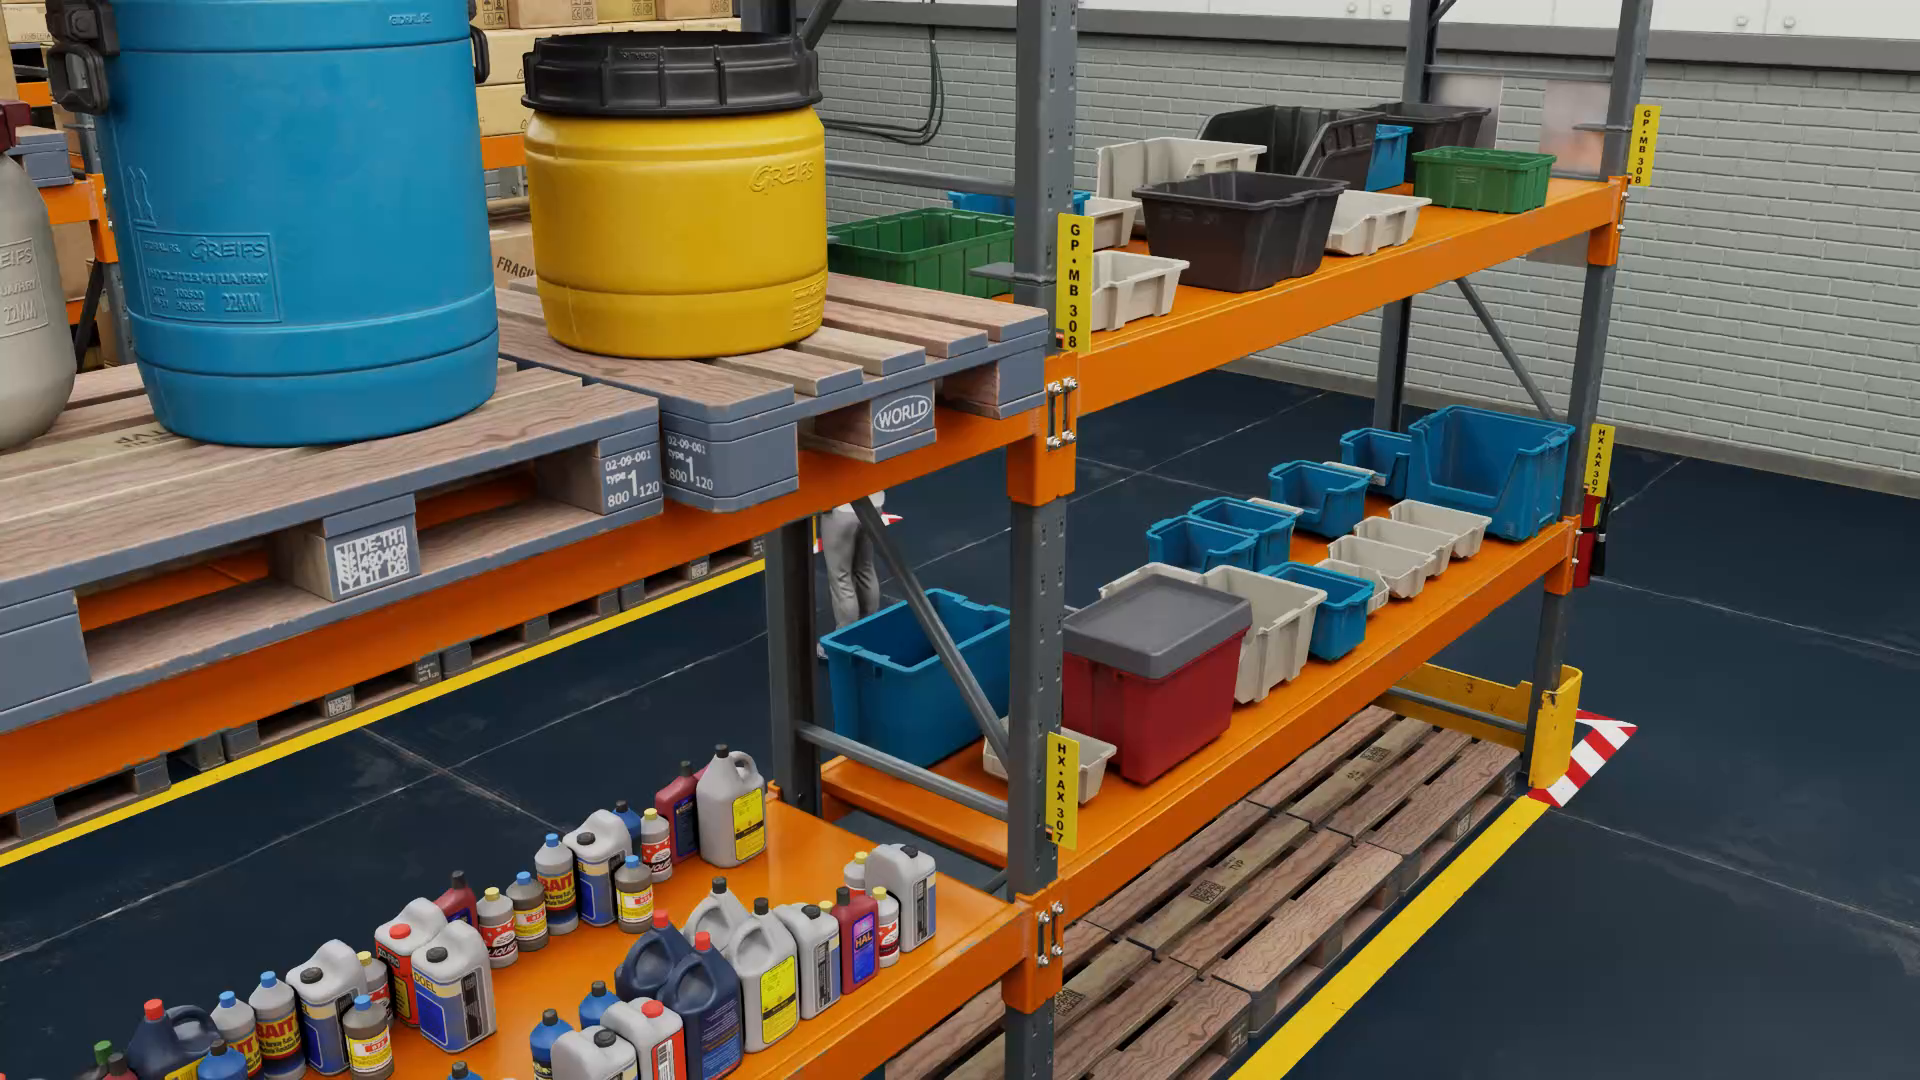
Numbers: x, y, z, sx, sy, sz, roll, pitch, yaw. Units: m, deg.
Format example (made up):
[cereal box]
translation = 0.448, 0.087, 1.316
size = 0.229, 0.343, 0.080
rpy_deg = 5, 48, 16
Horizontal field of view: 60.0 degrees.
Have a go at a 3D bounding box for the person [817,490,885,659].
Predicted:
[person]
translation = -0.632, -0.170, 8.980
size = 0.543, 1.700, 0.471
rpy_deg = 17, 26, 39
